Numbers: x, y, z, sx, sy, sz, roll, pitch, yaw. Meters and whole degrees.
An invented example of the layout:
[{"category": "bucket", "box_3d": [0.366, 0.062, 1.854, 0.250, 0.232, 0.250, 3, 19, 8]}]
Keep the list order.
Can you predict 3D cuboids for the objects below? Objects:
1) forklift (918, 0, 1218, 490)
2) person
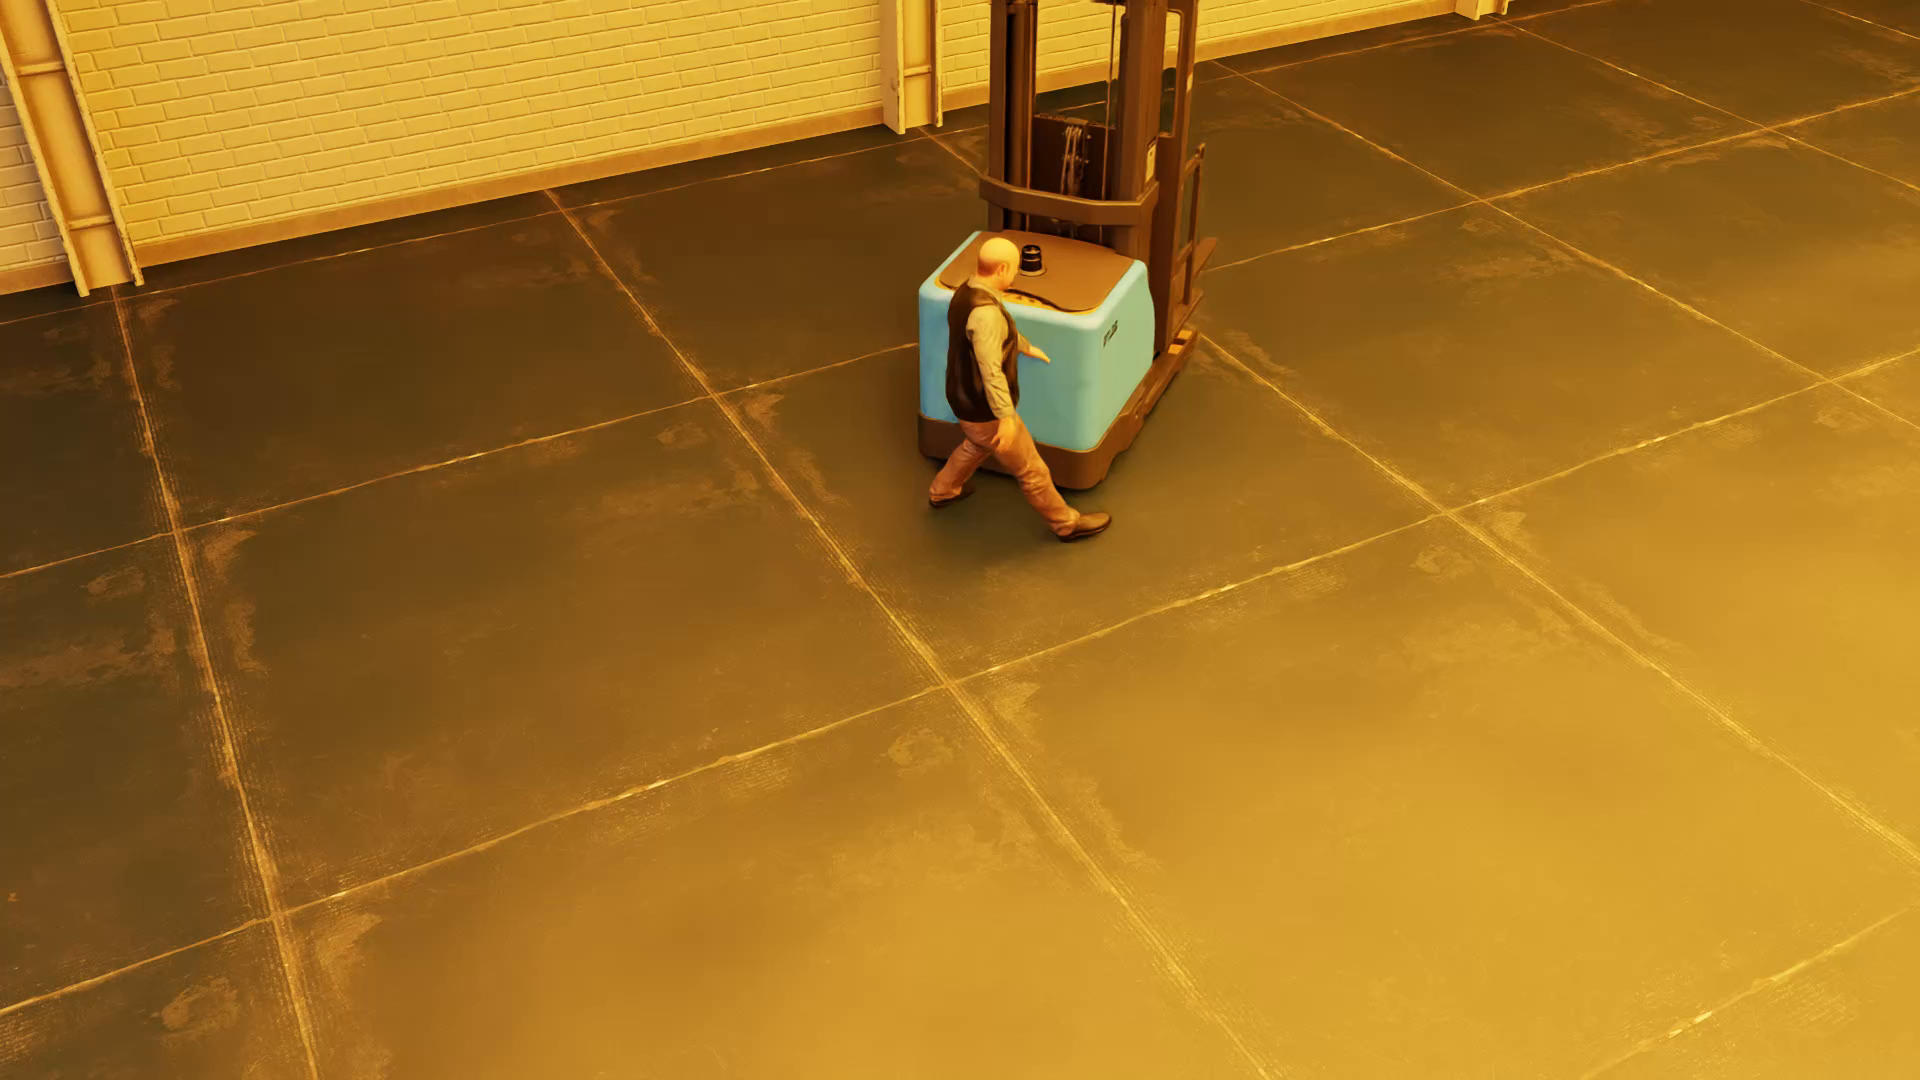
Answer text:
[{"category": "forklift", "box_3d": [0.815, -2.310, 9.390, 1.130, 2.935, 3.031, 14, 38, 19]}, {"category": "person", "box_3d": [0.317, -0.735, 8.334, 0.889, 1.653, 0.810, -7, 36, -9]}]
